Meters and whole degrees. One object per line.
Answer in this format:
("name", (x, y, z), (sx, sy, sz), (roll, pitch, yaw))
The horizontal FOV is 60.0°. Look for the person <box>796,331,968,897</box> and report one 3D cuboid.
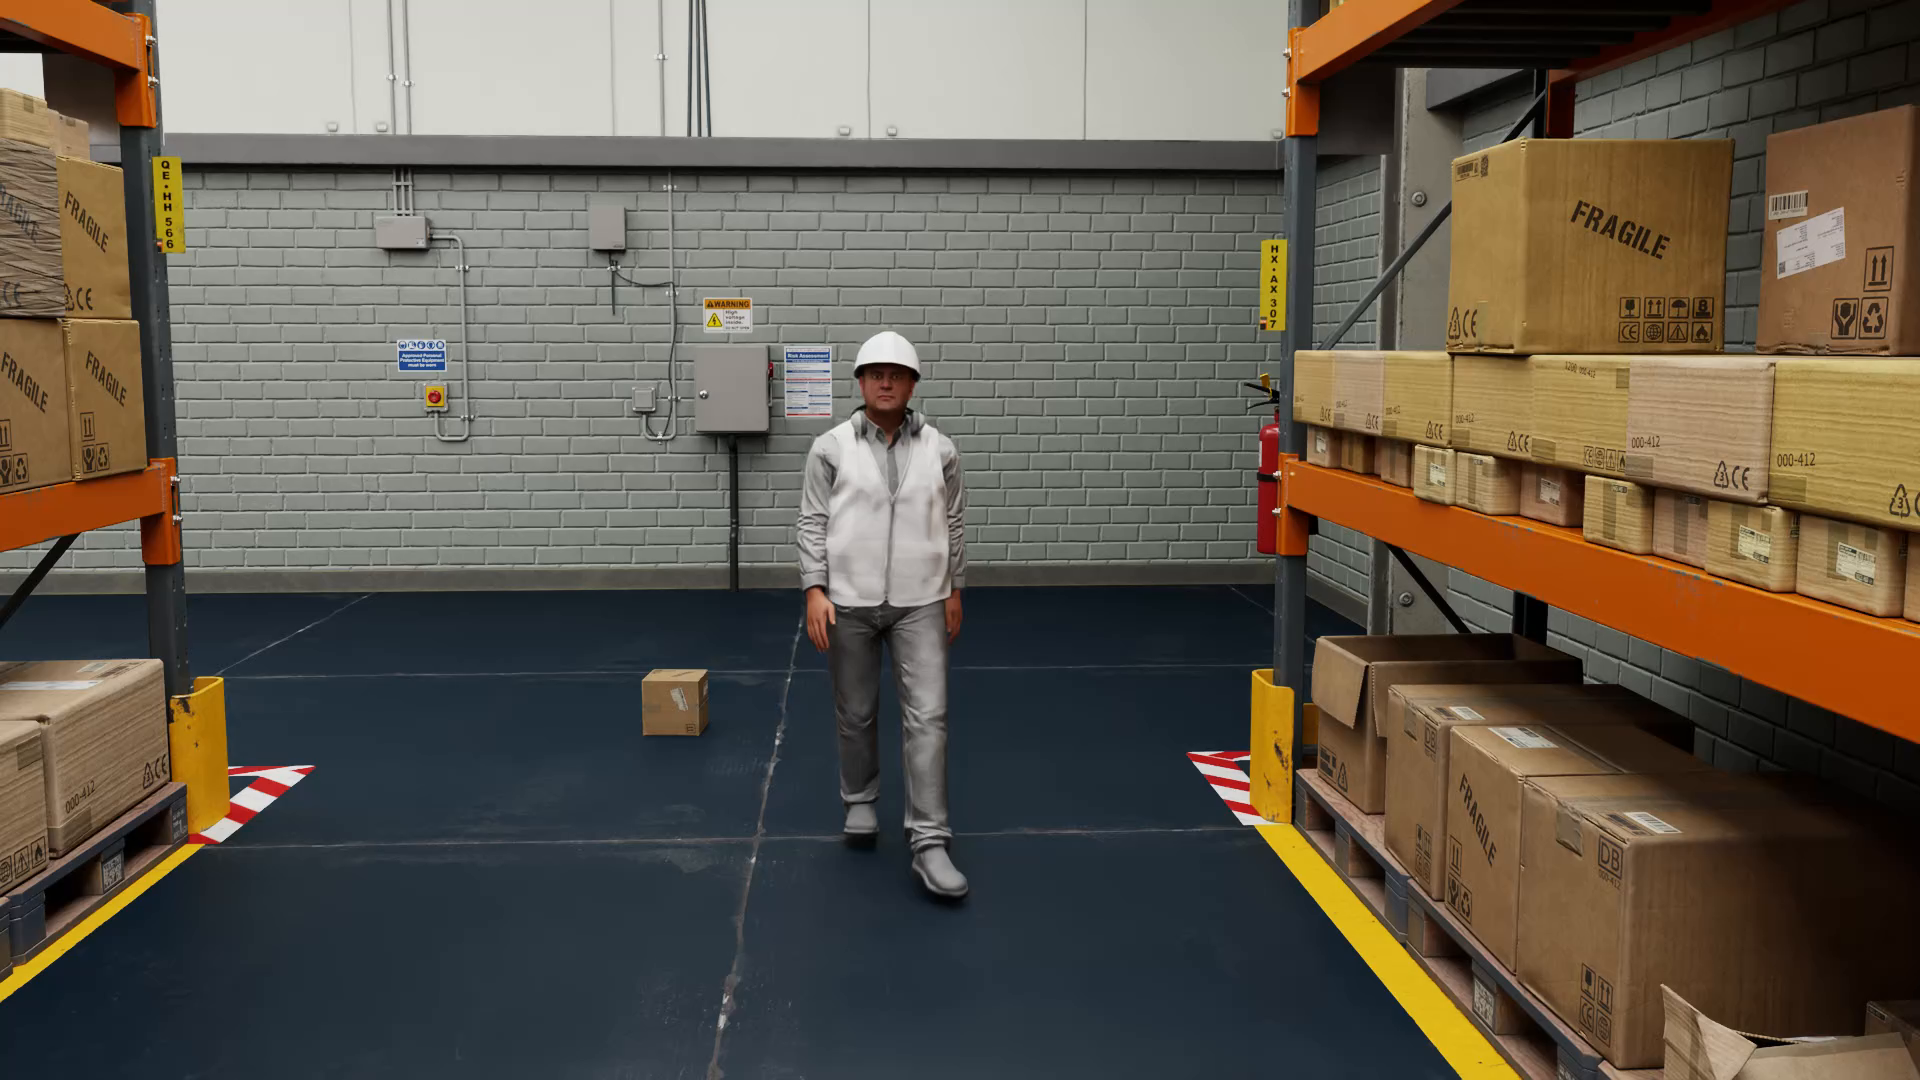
("person", (-0.241, 0.189, 5.398), (0.569, 1.723, 0.965), (-1, 7, -7))
